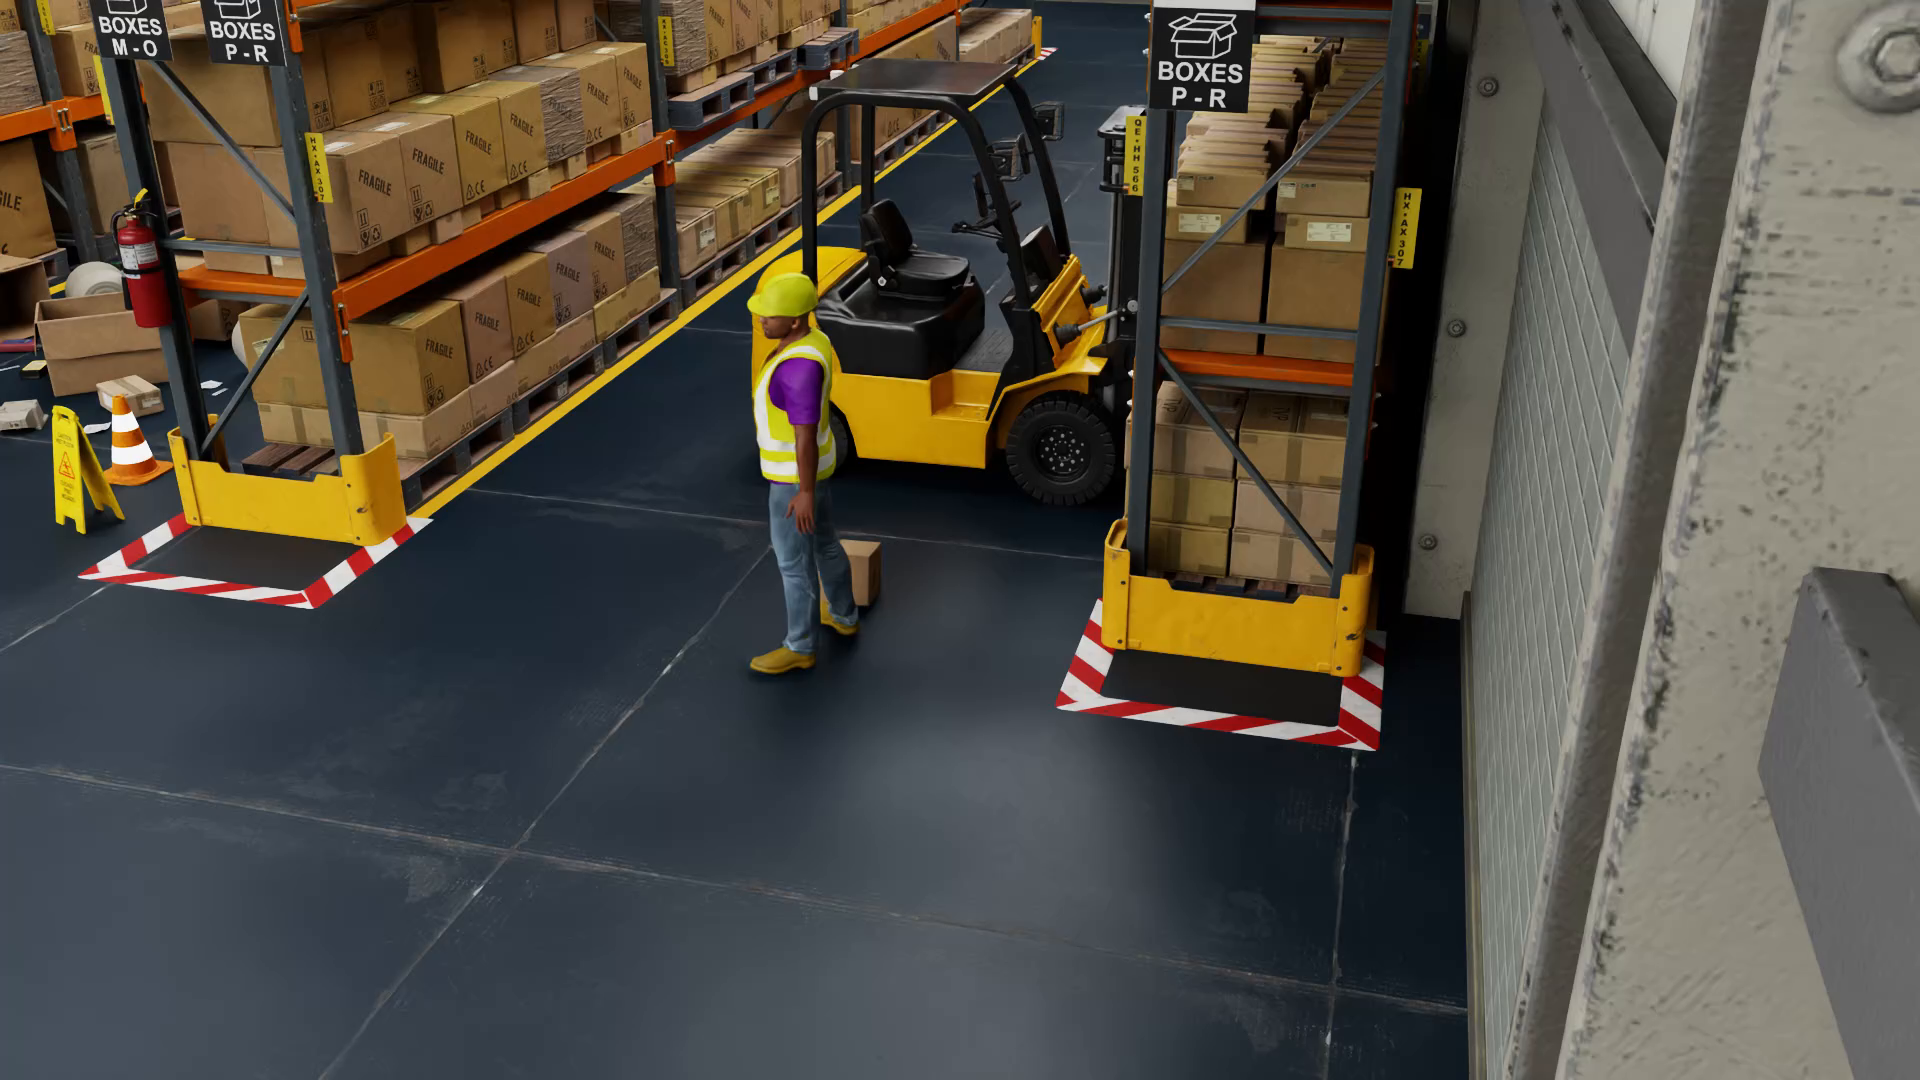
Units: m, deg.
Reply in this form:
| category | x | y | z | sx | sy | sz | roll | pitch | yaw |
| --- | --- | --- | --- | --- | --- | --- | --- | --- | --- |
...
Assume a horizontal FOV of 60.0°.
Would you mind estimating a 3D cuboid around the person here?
| category | x | y | z | sx | sy | sz | roll | pitch | yaw |
| --- | --- | --- | --- | --- | --- | --- | --- | --- | --- |
| person | -0.695 | -0.322 | 7.226 | 0.467 | 1.767 | 0.621 | 0 | 25 | 0 |
